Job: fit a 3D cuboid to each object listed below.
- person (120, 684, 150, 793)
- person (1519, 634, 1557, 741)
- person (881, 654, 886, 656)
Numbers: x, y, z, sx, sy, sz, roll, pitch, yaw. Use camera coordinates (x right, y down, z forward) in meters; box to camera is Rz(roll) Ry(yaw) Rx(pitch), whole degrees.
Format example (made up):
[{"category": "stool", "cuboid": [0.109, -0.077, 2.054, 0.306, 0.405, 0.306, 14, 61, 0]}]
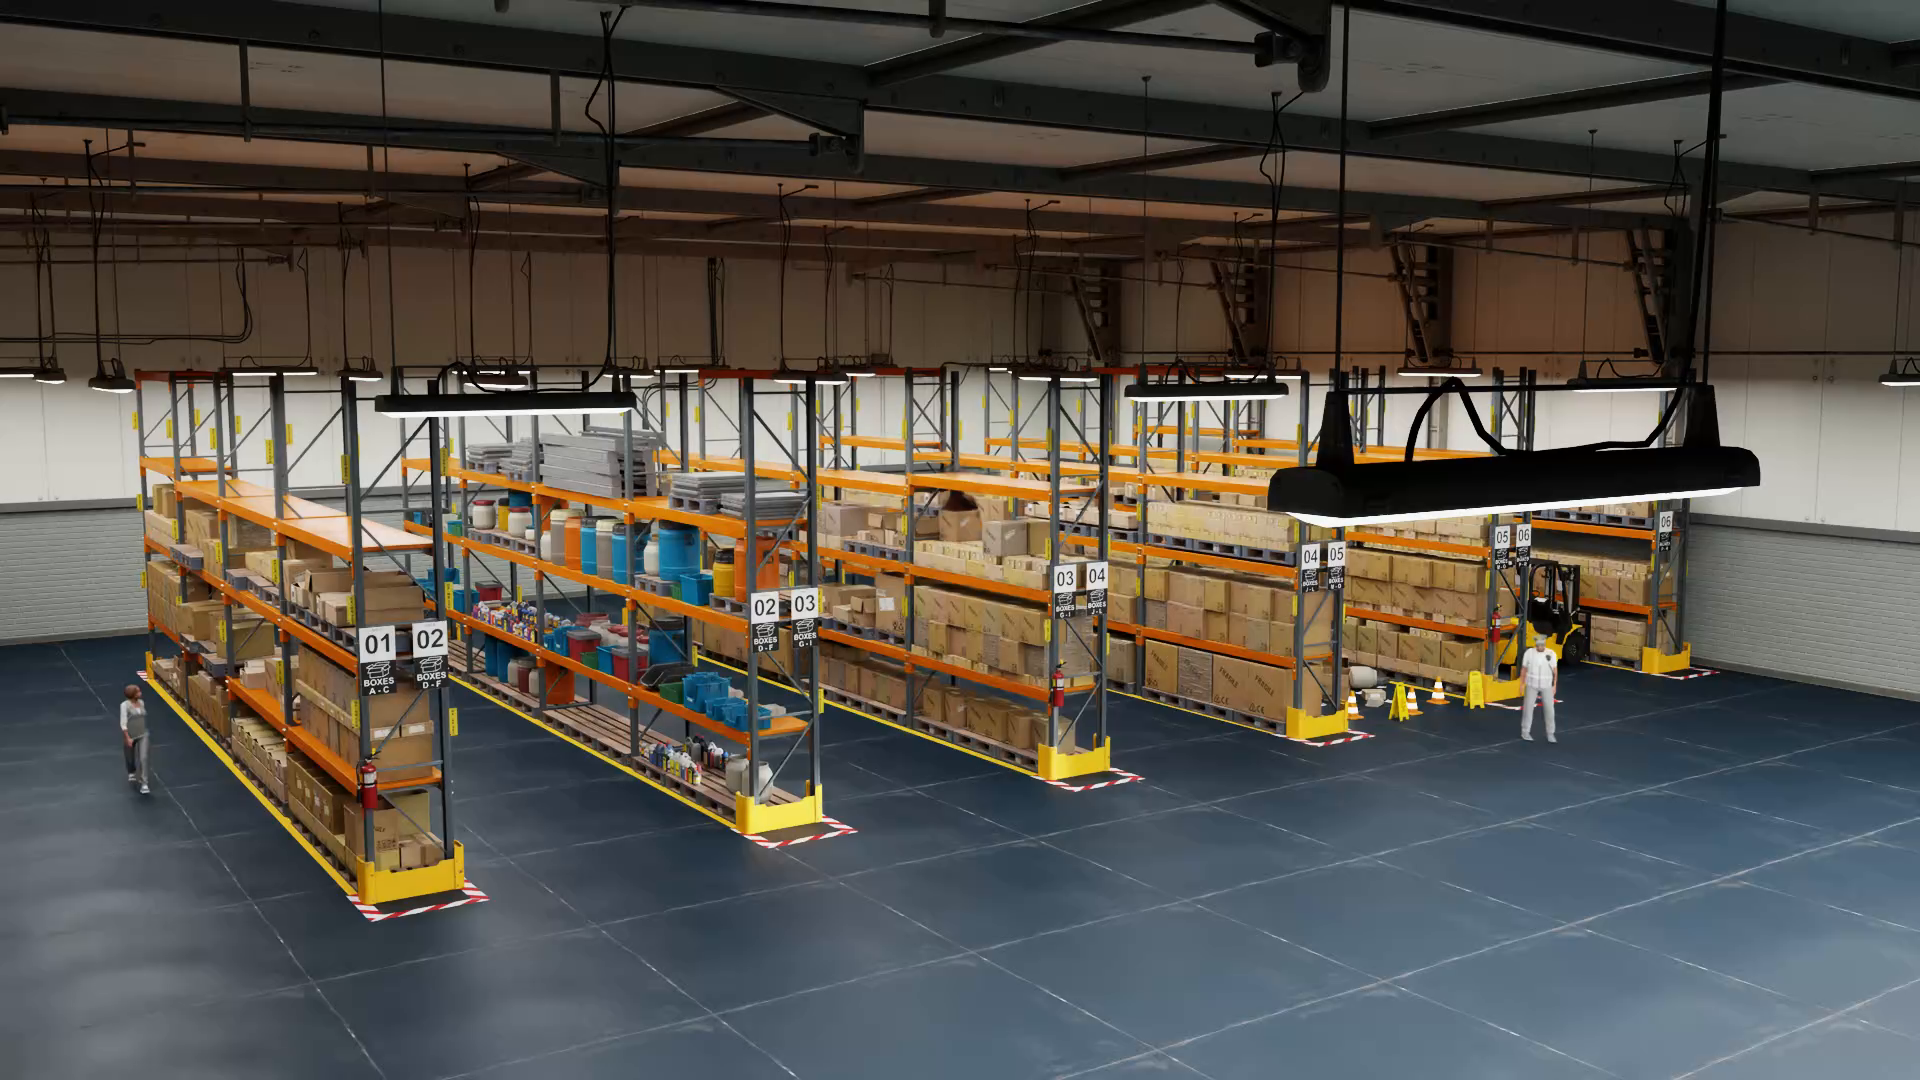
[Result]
[{"category": "person", "cuboid": [-11.938, 2.844, 24.069, 0.380, 1.548, 0.865, -3, 7, -28]}, {"category": "person", "cuboid": [9.459, 2.397, 27.182, 0.596, 1.746, 0.453, 2, 7, 15]}, {"category": "person", "cuboid": [-1.653, 1.593, 34.951, 0.482, 1.593, 0.928, -5, 8, -38]}]
